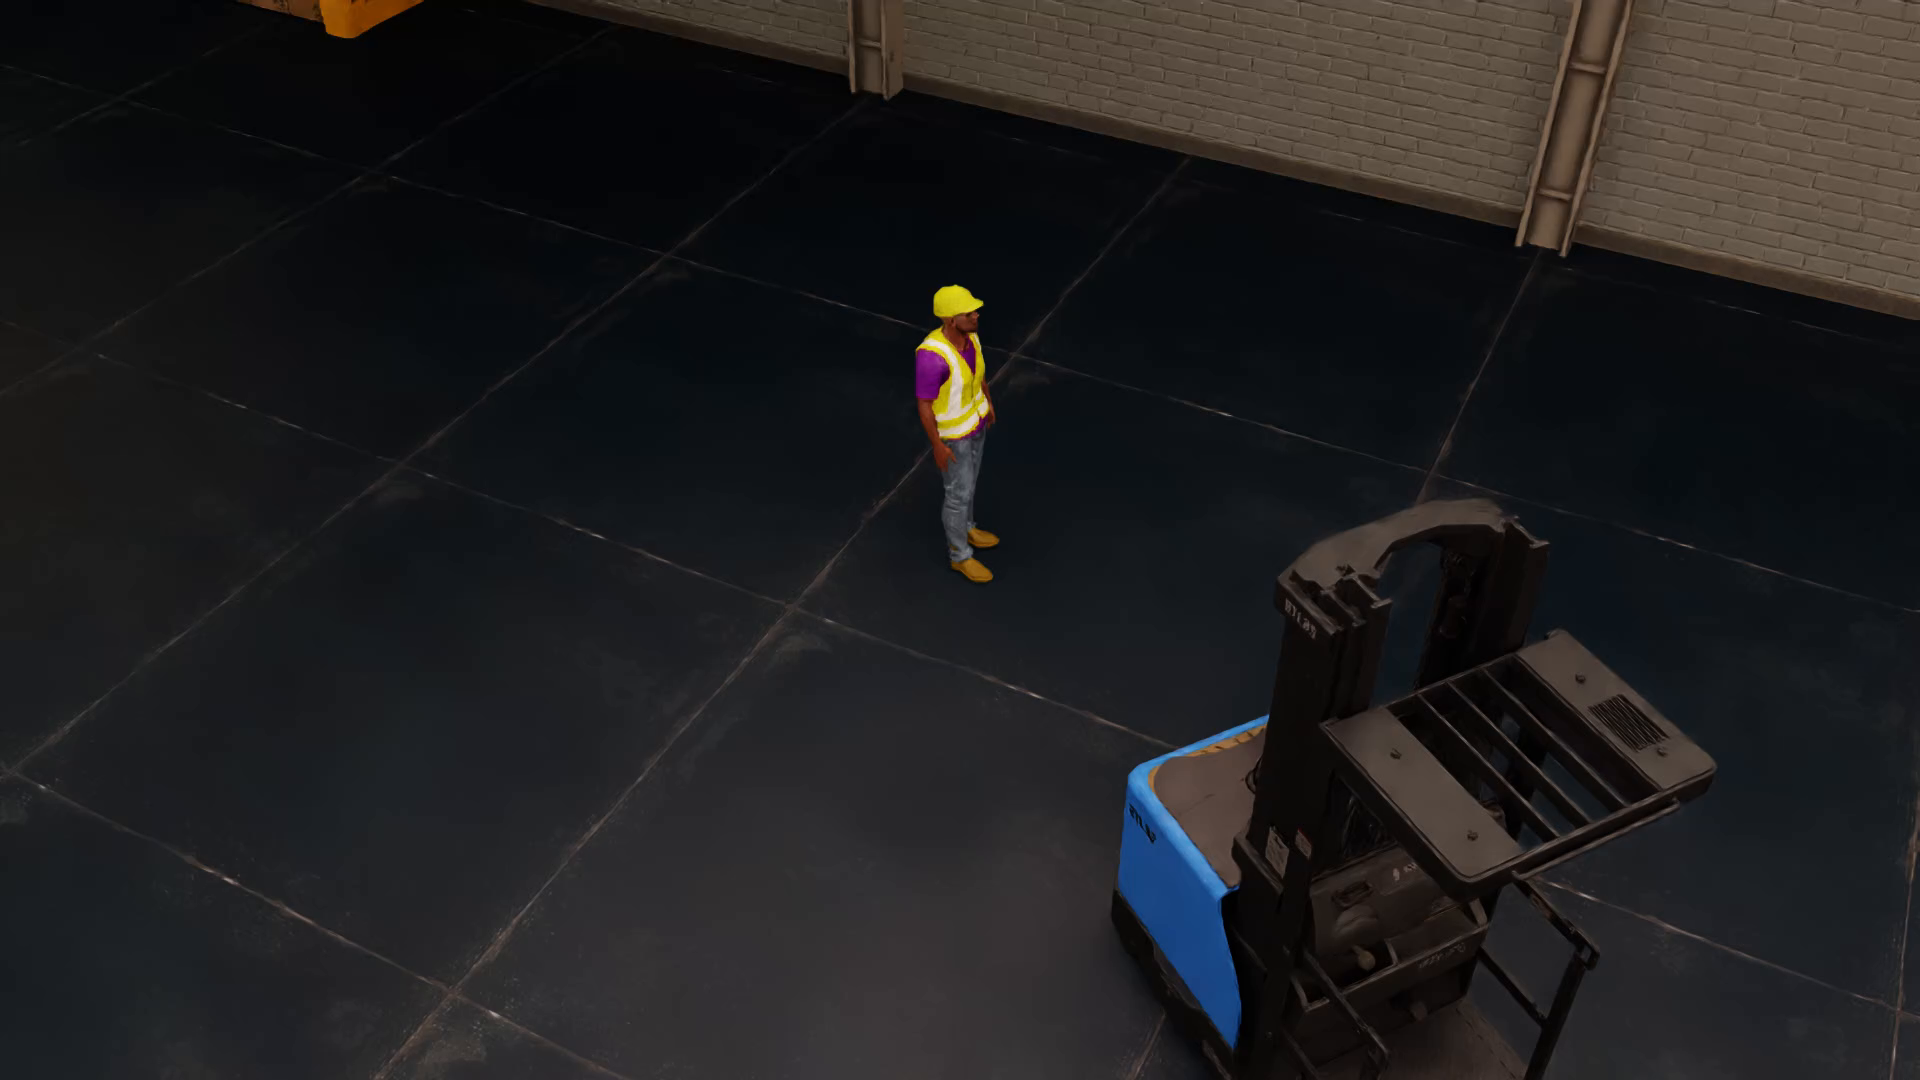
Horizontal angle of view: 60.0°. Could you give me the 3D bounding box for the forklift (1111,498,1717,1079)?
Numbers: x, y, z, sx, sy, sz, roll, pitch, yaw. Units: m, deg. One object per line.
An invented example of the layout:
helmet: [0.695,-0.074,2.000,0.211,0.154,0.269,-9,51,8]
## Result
forklift: [1.837,1.429,6.290,1.130,2.935,3.031,-18,43,-20]

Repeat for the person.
person: [0.059,-0.655,9.662,0.576,1.760,0.665,18,43,21]
